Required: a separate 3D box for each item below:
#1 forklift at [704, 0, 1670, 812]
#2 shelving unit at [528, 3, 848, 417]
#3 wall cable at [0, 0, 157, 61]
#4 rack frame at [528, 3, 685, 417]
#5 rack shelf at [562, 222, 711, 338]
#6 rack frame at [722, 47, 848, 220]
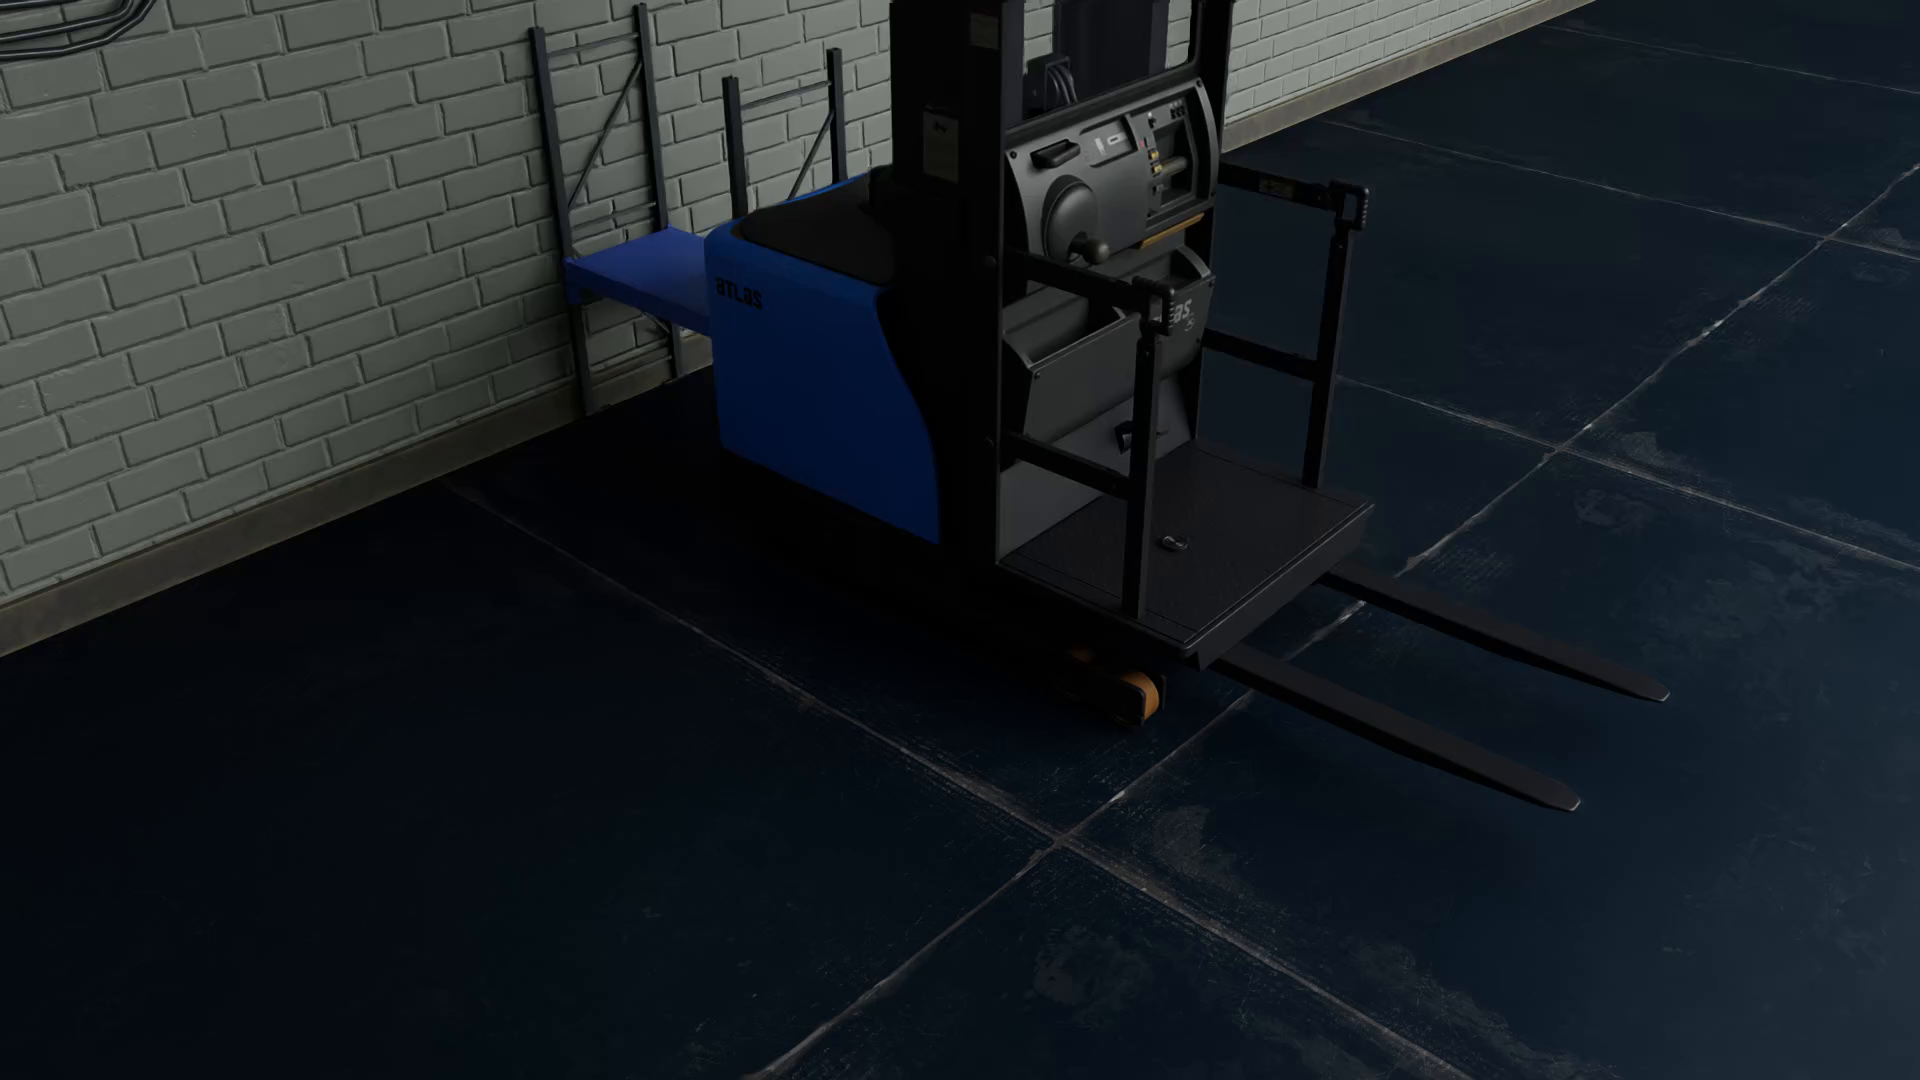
[{"bbox_3d":[0.608,-1.020,4.603,3.031,2.935,1.130,24,38,34],"label":"forklift"},{"bbox_3d":[-0.941,-1.060,6.032,1.048,1.500,0.538,24,38,35],"label":"shelving unit"},{"bbox_3d":[-3.252,-1.981,3.327,0.112,2.526,3.097,25,39,35],"label":"wall cable"},{"bbox_3d":[-1.320,-1.229,6.325,0.032,1.500,0.500,24,38,35],"label":"rack frame"},{"bbox_3d":[-0.940,-0.905,6.123,1.000,0.185,0.538,24,38,35],"label":"rack shelf"},{"bbox_3d":[-0.562,-0.891,5.738,0.032,1.500,0.500,24,38,35],"label":"rack frame"}]
